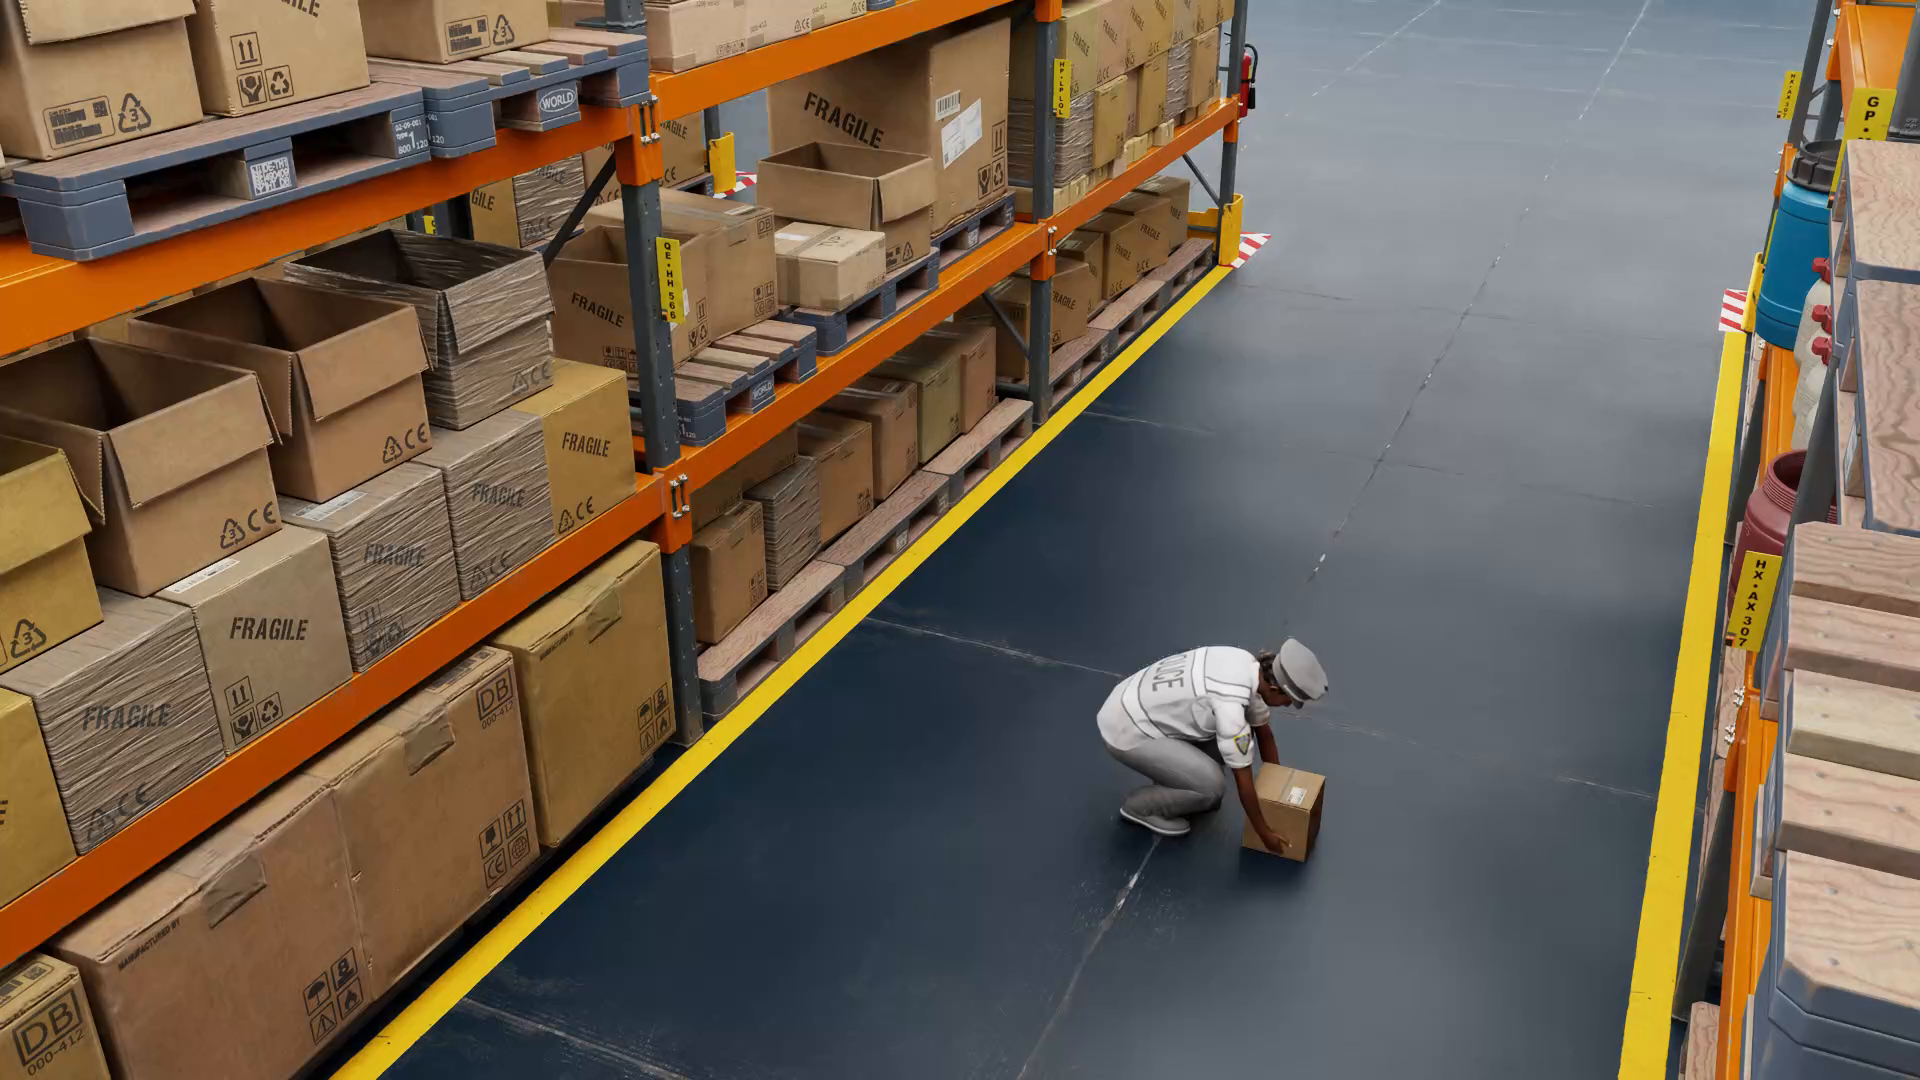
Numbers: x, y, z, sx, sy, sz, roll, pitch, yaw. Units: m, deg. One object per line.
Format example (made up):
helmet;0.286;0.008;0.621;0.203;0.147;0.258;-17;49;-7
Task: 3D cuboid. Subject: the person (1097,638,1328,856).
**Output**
person;0.978;0.754;6.542;0.867;0.847;0.475;11;29;22
